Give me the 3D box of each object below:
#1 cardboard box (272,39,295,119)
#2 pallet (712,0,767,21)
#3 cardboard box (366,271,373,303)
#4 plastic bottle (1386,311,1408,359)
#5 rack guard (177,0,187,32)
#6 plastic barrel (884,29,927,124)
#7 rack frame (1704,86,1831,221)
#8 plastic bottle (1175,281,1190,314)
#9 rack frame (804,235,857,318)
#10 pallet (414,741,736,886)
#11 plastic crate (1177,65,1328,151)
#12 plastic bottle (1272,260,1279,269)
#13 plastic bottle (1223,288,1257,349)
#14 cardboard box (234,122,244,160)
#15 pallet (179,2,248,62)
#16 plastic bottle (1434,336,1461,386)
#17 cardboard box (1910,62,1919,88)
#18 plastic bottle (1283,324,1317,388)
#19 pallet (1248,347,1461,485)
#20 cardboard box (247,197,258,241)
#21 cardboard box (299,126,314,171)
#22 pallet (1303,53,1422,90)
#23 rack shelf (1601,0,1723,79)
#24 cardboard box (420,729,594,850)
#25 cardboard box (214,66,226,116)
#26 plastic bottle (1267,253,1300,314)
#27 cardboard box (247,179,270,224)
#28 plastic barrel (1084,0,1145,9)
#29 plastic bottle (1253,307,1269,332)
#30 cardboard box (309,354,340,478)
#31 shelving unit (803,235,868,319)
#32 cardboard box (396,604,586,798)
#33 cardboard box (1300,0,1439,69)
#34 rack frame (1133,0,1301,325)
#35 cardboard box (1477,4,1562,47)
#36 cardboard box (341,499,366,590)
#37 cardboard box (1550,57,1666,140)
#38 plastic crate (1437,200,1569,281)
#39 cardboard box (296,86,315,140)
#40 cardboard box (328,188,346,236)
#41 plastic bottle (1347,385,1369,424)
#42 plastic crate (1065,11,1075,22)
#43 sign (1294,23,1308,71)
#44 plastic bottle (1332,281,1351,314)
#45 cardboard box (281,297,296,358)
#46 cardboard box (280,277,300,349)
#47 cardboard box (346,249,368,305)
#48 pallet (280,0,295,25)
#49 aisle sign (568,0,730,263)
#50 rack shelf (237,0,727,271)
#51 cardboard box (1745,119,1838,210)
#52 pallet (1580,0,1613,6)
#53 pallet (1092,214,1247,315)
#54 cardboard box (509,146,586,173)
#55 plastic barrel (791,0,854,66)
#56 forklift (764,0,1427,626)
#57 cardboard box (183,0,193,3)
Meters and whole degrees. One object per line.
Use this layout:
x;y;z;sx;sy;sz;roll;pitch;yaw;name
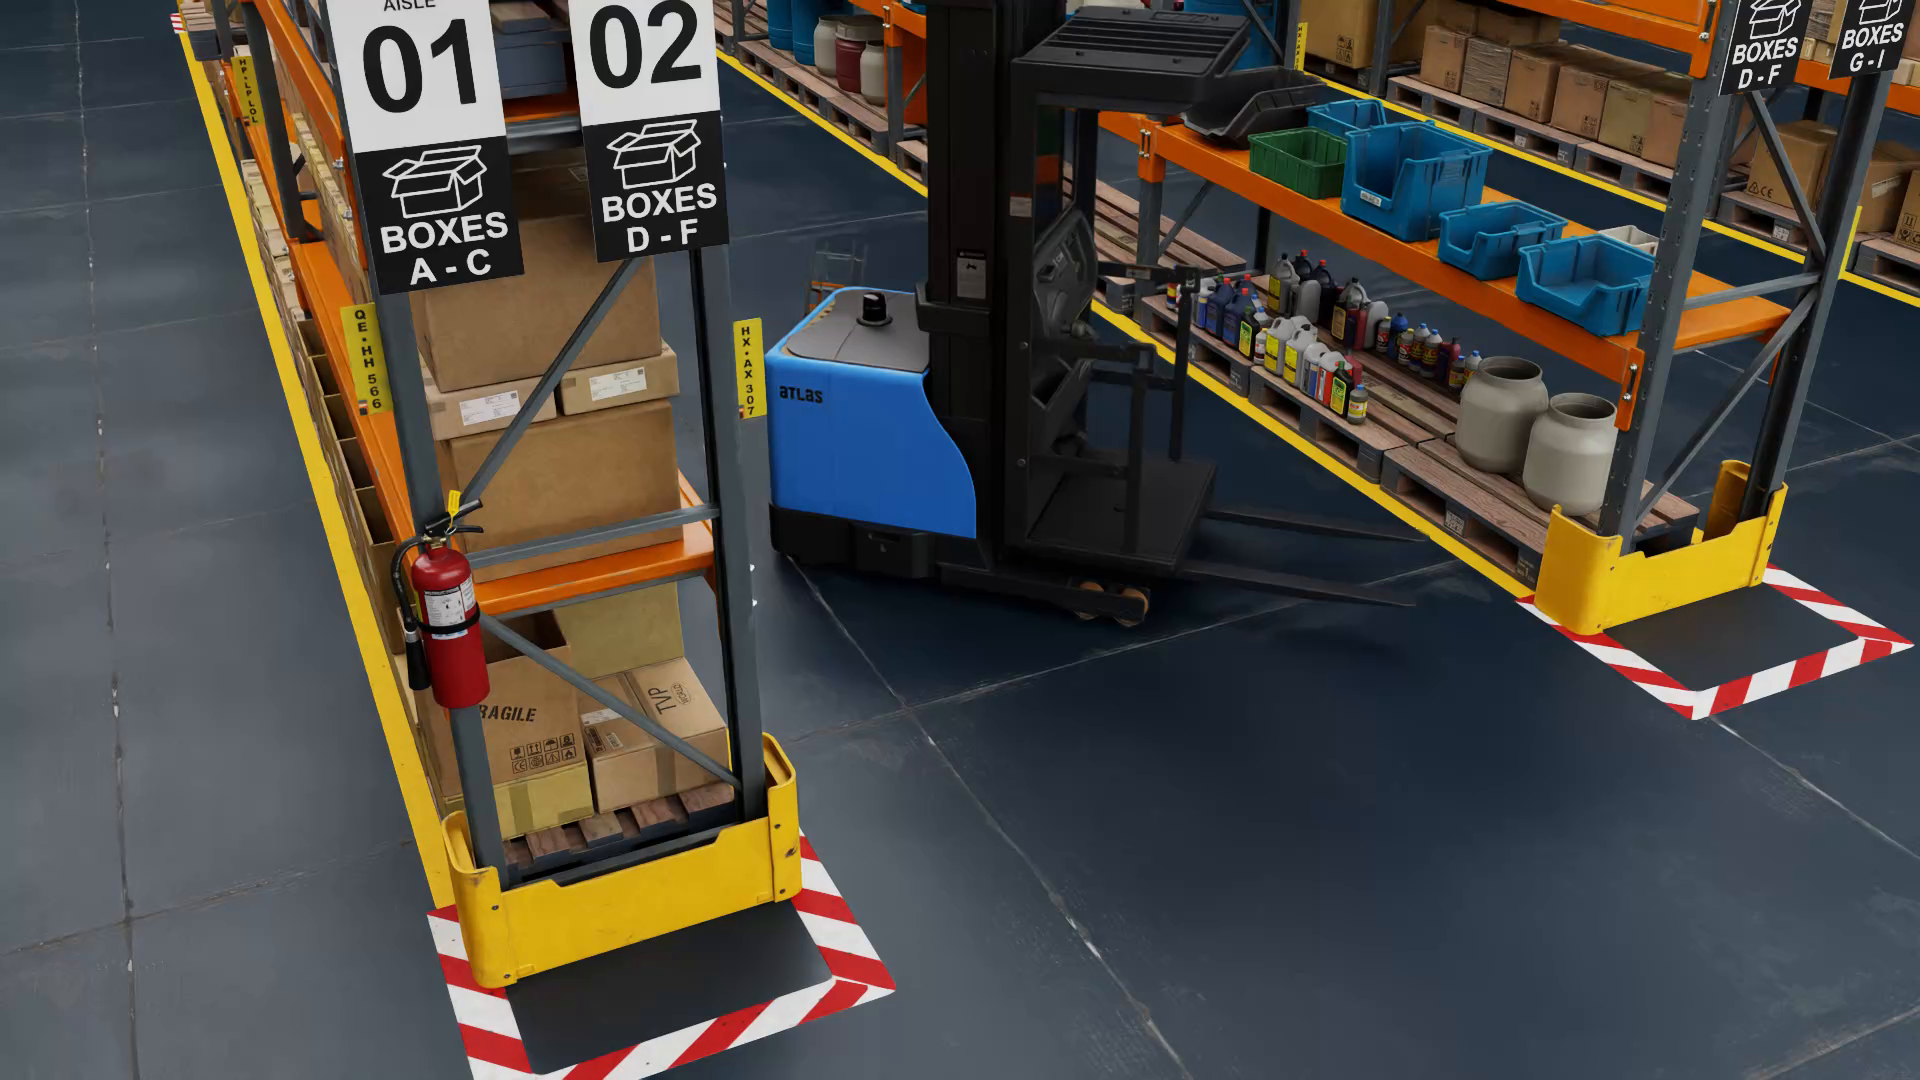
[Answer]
-3.859;-2.843;10.151;0.500;0.500;0.500;-15;33;-25;cardboard box
-2.715;-5.983;18.704;1.003;0.211;1.213;-13;32;-22;pallet
-1.939;-0.915;6.049;0.380;0.149;0.250;-12;31;-20;cardboard box
2.541;-1.195;9.654;0.097;0.271;0.097;0;29;0;plastic bottle
-7.996;-5.948;18.345;1.175;0.500;0.348;-13;32;-22;rack guard
-0.344;-4.025;14.151;0.600;0.830;0.708;-13;32;-22;plastic barrel
6.071;-3.849;12.047;1.000;3.000;0.127;-13;32;-22;rack frame
1.383;-1.503;10.274;0.097;0.201;0.097;0;29;0;plastic bottle
-0.730;-0.991;8.747;0.240;1.200;0.006;8;3;15;rack frame
-1.526;0.884;6.458;1.003;0.211;1.213;-13;32;-22;pallet
1.708;-2.524;9.748;0.767;0.338;0.504;-13;32;-22;plastic crate
2.035;-1.685;10.600;0.097;0.201;0.097;0;29;0;plastic bottle
1.651;-1.318;9.793;0.144;0.351;0.185;-15;32;-24;plastic bottle
-5.208;-3.003;12.644;0.500;0.500;0.500;-12;31;-20;cardboard box
-4.949;-3.738;12.046;1.213;0.211;1.003;-13;32;-22;pallet
2.738;-1.019;9.328;0.061;0.283;0.133;-13;32;-21;plastic bottle
6.451;-3.034;10.851;0.380;0.149;0.250;-13;32;-22;cardboard box
1.913;-1.048;9.311;0.144;0.351;0.185;-12;31;-20;plastic bottle
2.376;-0.748;9.367;1.003;0.211;1.213;-13;32;-22;pallet
-4.635;-2.228;11.539;0.500;0.250;0.500;-13;32;-22;cardboard box
-2.829;-1.827;7.676;0.380;0.149;0.250;-13;32;-21;cardboard box
4.084;-4.764;16.529;1.003;0.211;1.213;-13;32;-22;pallet
2.457;-2.920;8.059;1.077;0.370;4.000;-13;32;-22;rack shelf
-1.657;0.838;6.071;0.500;0.250;0.500;-13;32;-22;cardboard box
-6.085;-3.908;14.258;0.500;0.500;0.500;-13;32;-21;cardboard box
2.005;-1.591;10.279;0.144;0.351;0.185;-13;32;-22;plastic bottle
-4.402;-2.243;10.991;0.500;0.311;0.500;-14;32;-23;cardboard box
1.071;-3.661;11.573;0.433;0.535;0.433;0;29;0;plastic barrel
1.748;-1.227;9.710;0.097;0.271;0.097;0;29;0;plastic bottle
-2.739;-0.592;7.853;0.500;0.500;0.500;-13;32;-22;cardboard box
-0.706;-0.993;8.835;0.258;1.200;0.189;8;3;15;shelving unit
-1.659;0.511;5.887;0.500;0.500;0.500;-13;32;-22;cardboard box
4.077;-5.181;16.166;1.225;0.875;0.875;-15;32;-24;cardboard box
1.598;-2.809;10.192;1.000;3.000;0.127;-13;32;-22;rack frame
4.906;-4.523;14.588;0.500;0.250;0.500;-9;31;-16;cardboard box
-2.532;-0.042;7.640;0.500;0.250;0.500;-13;32;-22;cardboard box
5.399;-3.688;13.866;0.700;0.500;0.500;-16;33;-26;cardboard box
2.557;-1.423;7.874;0.499;0.251;0.408;-13;32;-22;plastic crate
-2.681;-2.185;7.652;0.700;0.500;0.500;-13;32;-22;cardboard box
-2.380;-1.369;6.860;0.380;0.149;0.250;-14;32;-23;cardboard box
2.131;-0.733;8.901;0.097;0.201;0.097;0;29;0;plastic bottle
0.844;-3.224;10.949;0.392;0.384;0.575;-13;32;-22;plastic crate
2.100;-3.040;10.322;0.100;0.325;0.005;-13;32;-22;sign
2.325;-1.444;10.086;0.061;0.283;0.133;-11;31;-19;plastic bottle
-3.753;-1.326;9.931;0.500;0.250;0.500;-12;32;-21;cardboard box
-3.539;-1.346;9.392;0.500;0.311;0.500;-12;32;-21;cardboard box
-2.237;-1.165;7.159;0.700;0.500;0.500;-13;32;-21;cardboard box
-1.968;-2.131;6.007;1.003;0.211;1.213;-13;32;-22;pallet
-0.855;-1.173;4.617;0.394;0.787;0.004;-13;32;-22;aisle sign
-2.019;-1.882;6.207;1.077;0.370;4.000;-13;32;-22;rack shelf
6.207;-2.757;12.226;0.500;0.500;0.500;-14;32;-23;cardboard box
5.241;-4.666;13.701;1.003;0.211;1.213;-13;32;-22;pallet
1.226;-1.931;11.479;1.003;0.211;1.213;-13;32;-22;pallet
-1.602;-1.077;5.674;0.700;0.500;0.500;-14;32;-23;cardboard box
-1.314;-5.054;15.912;0.600;0.901;0.708;-13;32;-22;plastic barrel
0.659;-1.181;7.359;3.031;2.935;1.130;9;31;16;forklift
-7.837;-5.543;17.430;0.500;0.250;0.500;-13;32;-22;cardboard box
